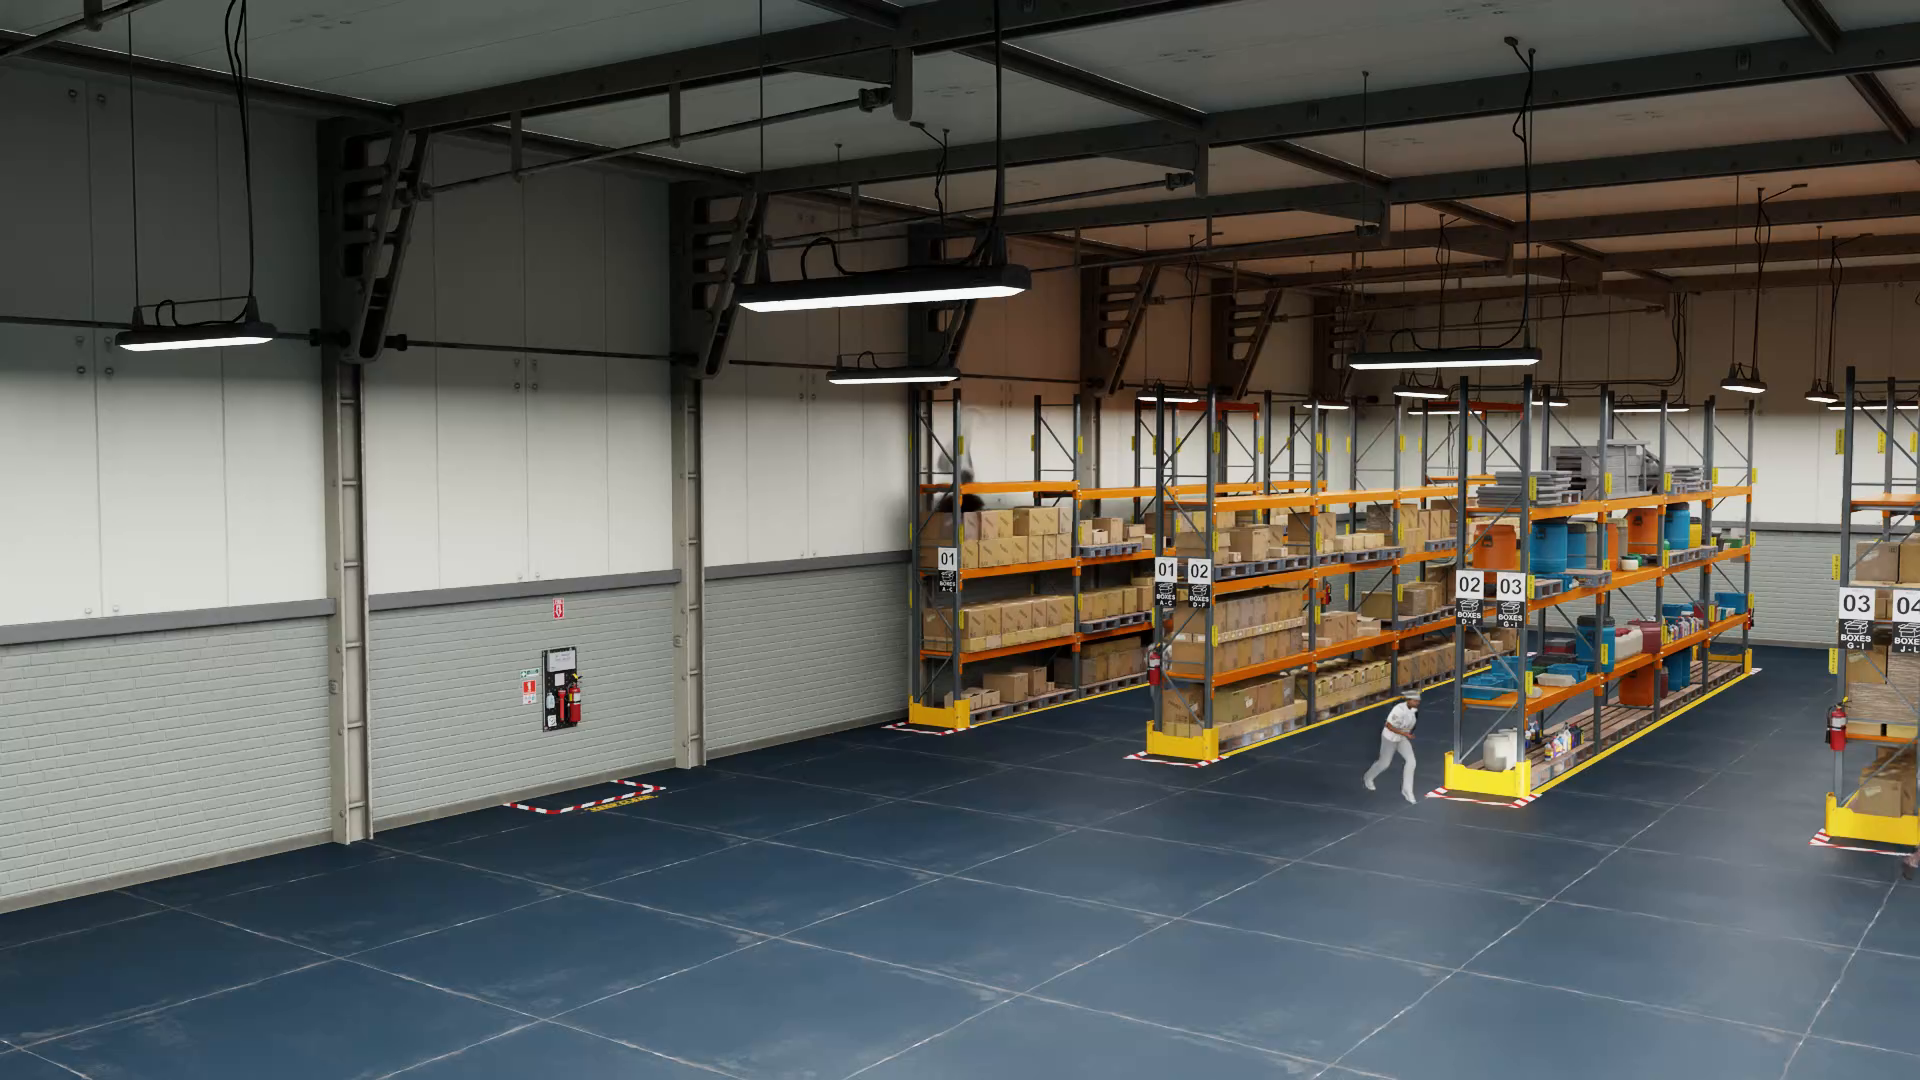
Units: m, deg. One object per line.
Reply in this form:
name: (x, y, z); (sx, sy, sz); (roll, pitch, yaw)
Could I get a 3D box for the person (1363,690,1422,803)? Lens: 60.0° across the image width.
person: (6.151, 2.892, 23.648); (0.618, 1.625, 0.985); (-2, 4, -36)

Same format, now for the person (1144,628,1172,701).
person: (3.631, 2.438, 30.513); (0.605, 1.659, 0.535); (2, 4, 34)

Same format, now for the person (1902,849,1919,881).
person: (11.169, 3.113, 18.700); (0.879, 1.723, 0.715); (0, 3, -3)
